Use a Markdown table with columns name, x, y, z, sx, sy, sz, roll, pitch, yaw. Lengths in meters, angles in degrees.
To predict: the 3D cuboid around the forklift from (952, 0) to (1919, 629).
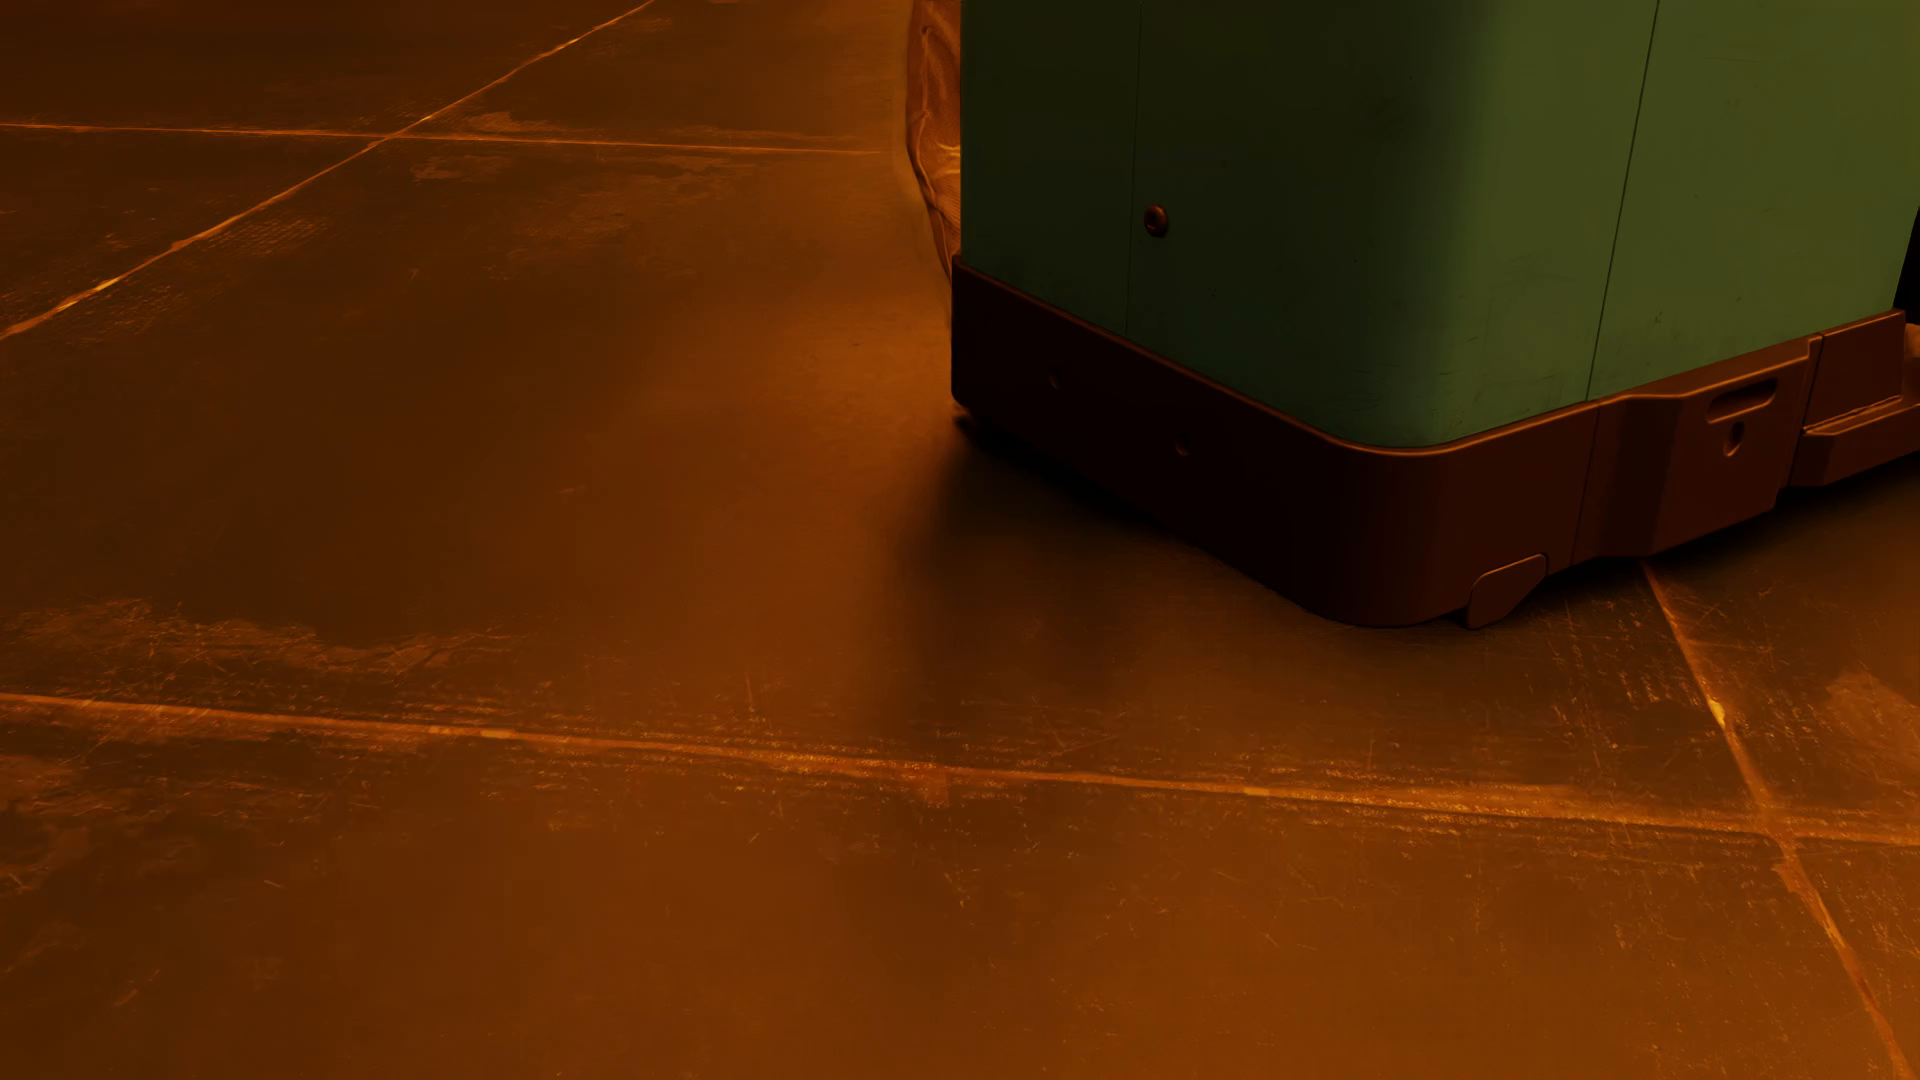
| name | x | y | z | sx | sy | sz | roll | pitch | yaw |
| --- | --- | --- | --- | --- | --- | --- | --- | --- | --- |
| forklift | 1.505 | -1.678 | 2.581 | 3.031 | 2.935 | 1.130 | -16 | 31 | -29 |

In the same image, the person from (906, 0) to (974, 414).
| name | x | y | z | sx | sy | sz | roll | pitch | yaw |
| --- | --- | --- | --- | --- | --- | --- | --- | --- | --- |
| person | 0.170 | -1.130 | 2.891 | 0.791 | 1.703 | 0.835 | -12 | 29 | -22 |
